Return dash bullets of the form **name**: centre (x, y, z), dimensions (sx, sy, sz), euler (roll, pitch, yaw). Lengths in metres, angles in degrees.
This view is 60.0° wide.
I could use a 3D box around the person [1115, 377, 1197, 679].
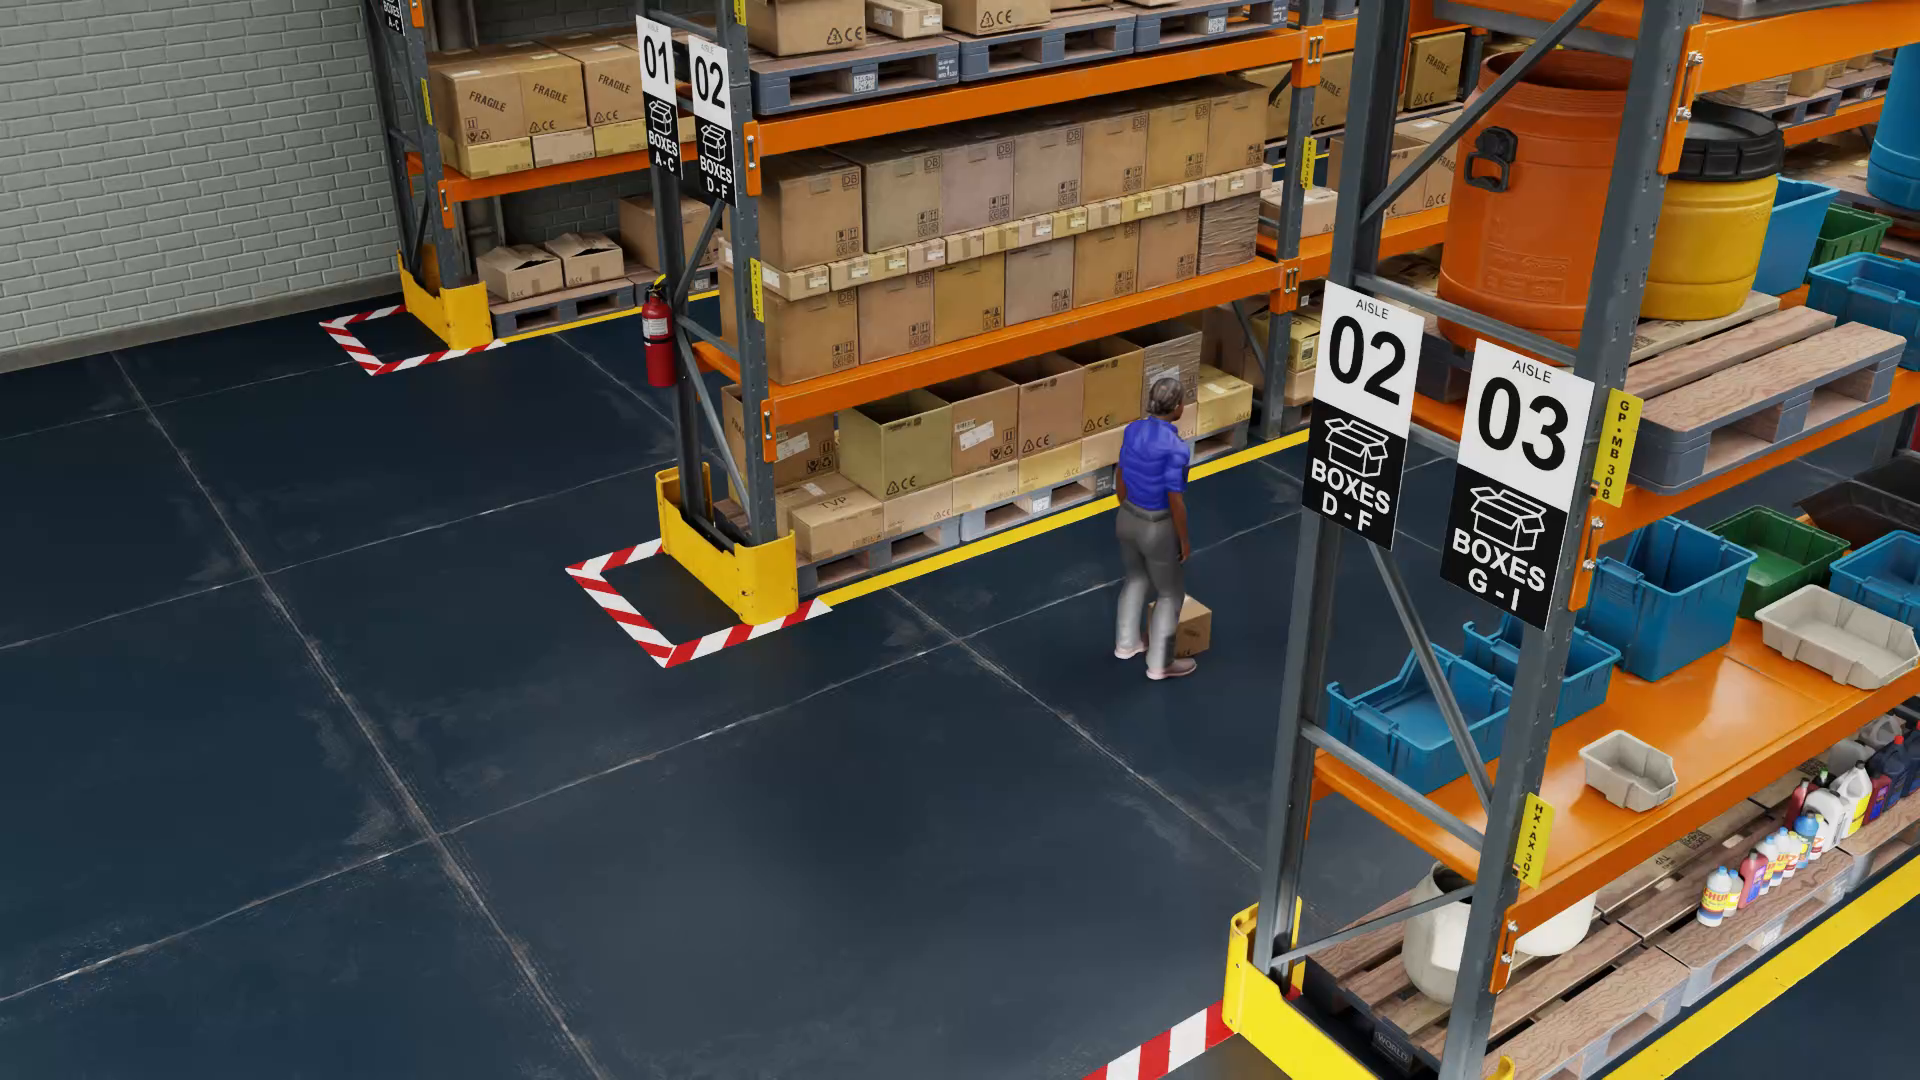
- **person**: centre (1.024, -0.052, 8.753), dimensions (0.348, 1.626, 0.513), euler (-20, 35, -32)
